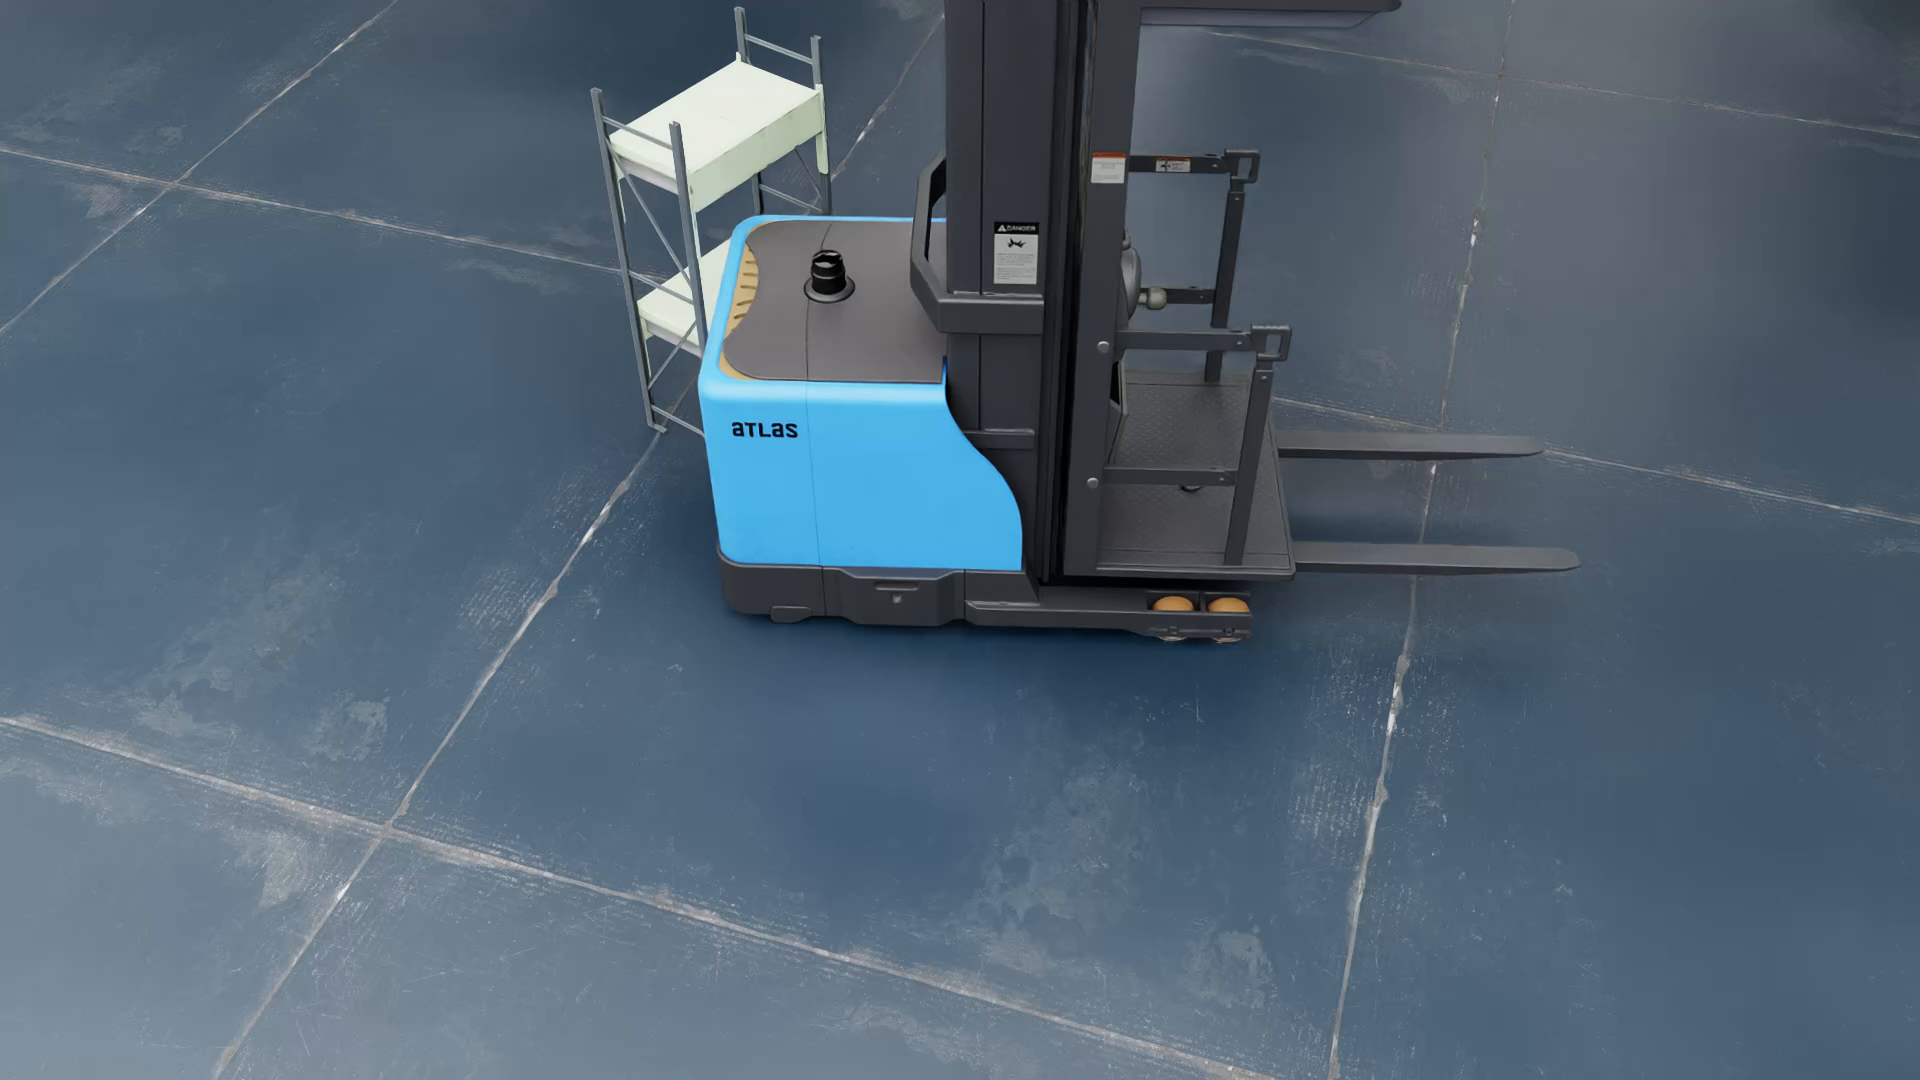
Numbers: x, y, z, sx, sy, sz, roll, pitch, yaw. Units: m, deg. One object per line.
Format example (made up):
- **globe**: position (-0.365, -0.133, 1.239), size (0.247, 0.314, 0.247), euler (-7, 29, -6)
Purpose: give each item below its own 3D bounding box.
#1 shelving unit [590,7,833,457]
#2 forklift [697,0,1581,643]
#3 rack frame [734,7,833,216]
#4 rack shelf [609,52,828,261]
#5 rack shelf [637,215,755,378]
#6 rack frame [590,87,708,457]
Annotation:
- **shelving unit**: position (-0.878, -1.130, 6.332), size (0.431, 1.500, 0.755), euler (27, 51, 25)
- **forklift**: position (0.681, -1.067, 5.245), size (3.031, 2.935, 1.130), euler (1, 44, 1)
- **rack frame**: position (-0.661, -1.336, 6.543), size (0.400, 1.500, 0.023), euler (27, 51, 25)
- **rack shelf**: position (-0.878, -1.408, 6.059), size (0.431, 0.370, 0.720), euler (27, 51, 25)
- **rack shelf**: position (-0.878, -0.897, 6.560), size (0.431, 0.370, 0.720), euler (27, 51, 25)
- **rack frame**: position (-1.095, -0.923, 6.121), size (0.400, 1.500, 0.023), euler (27, 51, 25)
